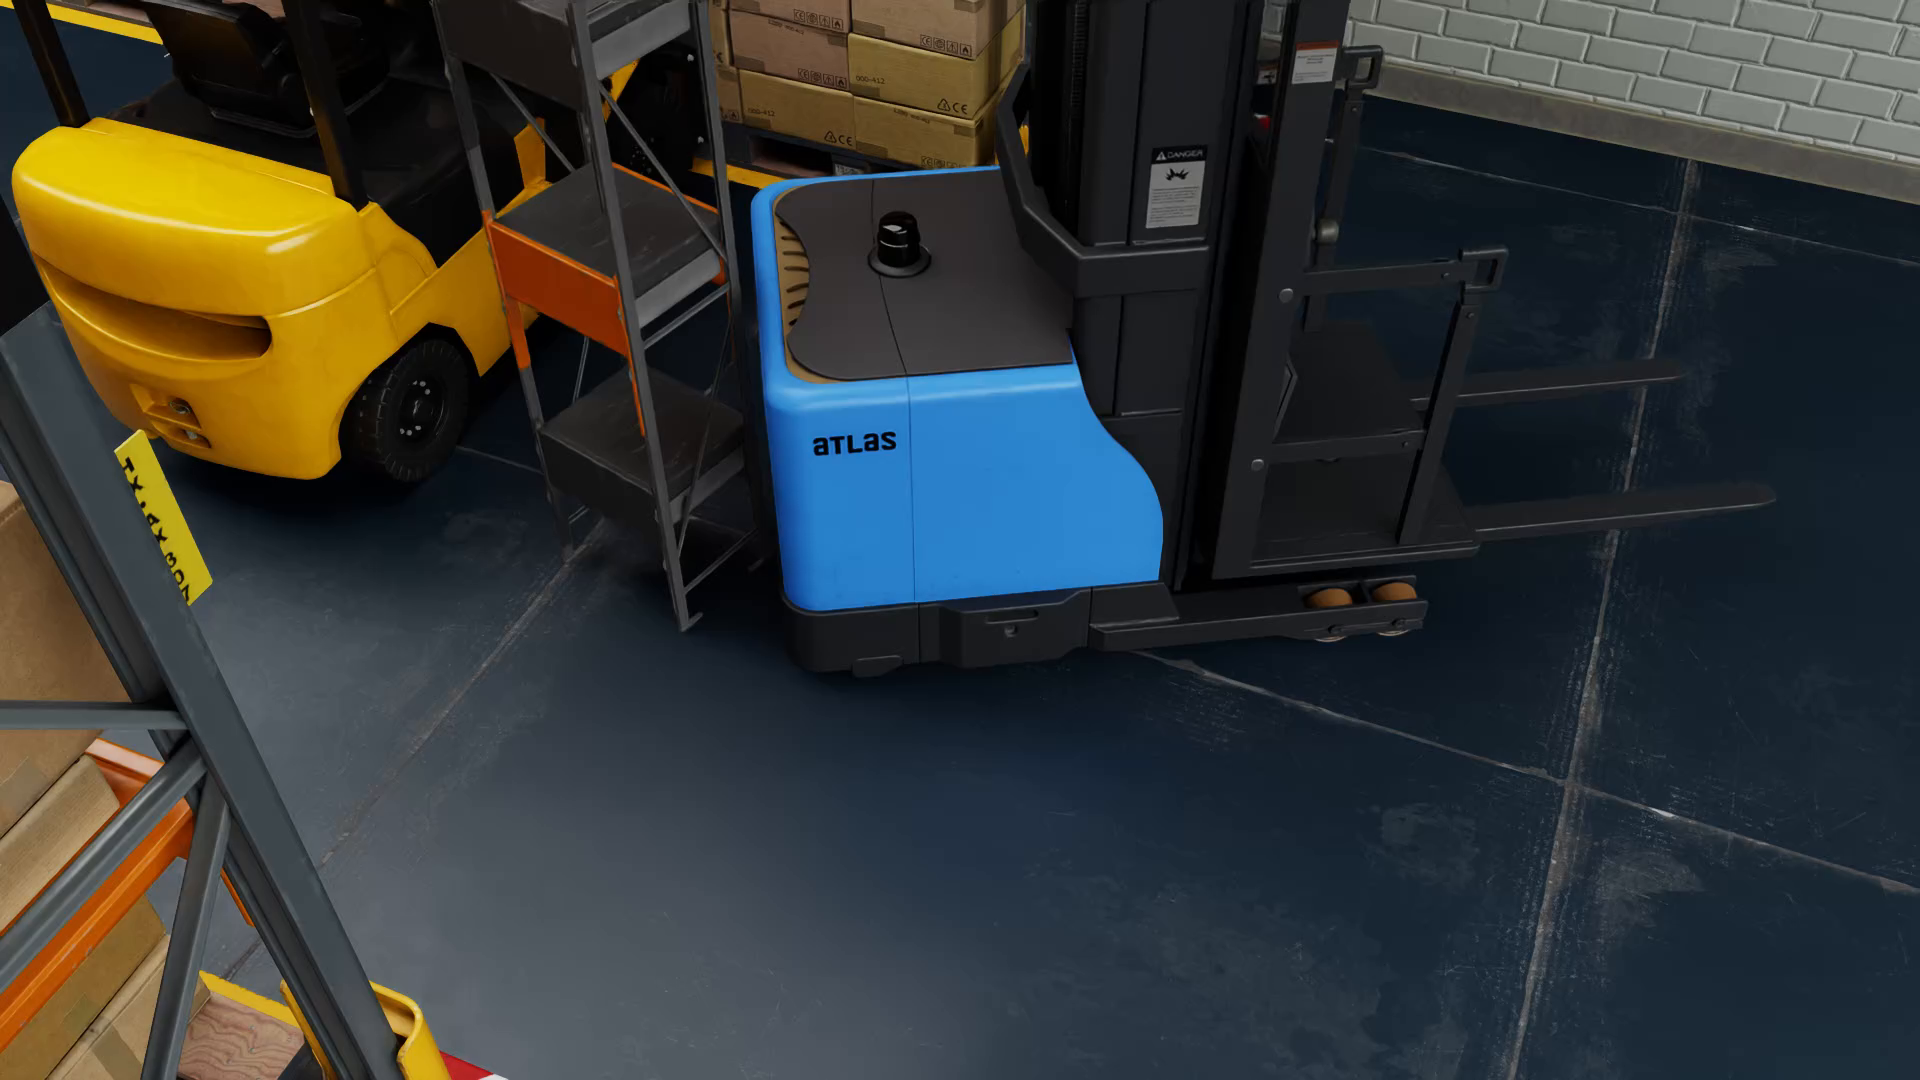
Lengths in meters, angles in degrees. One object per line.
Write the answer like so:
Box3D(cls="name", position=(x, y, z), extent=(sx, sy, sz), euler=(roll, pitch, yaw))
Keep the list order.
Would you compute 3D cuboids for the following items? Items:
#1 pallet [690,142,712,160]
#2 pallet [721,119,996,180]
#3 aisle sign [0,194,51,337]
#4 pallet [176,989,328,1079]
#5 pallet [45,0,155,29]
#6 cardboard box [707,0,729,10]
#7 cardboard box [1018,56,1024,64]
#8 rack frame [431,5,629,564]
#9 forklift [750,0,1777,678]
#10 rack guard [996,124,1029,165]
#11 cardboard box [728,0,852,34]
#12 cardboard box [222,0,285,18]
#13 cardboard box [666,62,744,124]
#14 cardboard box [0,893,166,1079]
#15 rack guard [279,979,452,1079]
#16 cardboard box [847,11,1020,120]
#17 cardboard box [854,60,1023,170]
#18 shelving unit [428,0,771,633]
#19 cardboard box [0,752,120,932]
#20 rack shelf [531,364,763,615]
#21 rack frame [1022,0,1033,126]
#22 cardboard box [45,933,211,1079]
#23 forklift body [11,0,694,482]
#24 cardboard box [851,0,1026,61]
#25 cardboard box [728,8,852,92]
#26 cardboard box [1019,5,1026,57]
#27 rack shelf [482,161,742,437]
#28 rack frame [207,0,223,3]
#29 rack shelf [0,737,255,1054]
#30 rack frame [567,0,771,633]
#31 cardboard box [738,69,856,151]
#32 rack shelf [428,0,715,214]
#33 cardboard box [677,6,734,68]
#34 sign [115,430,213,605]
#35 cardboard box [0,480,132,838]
Box3D(cls="pallet", position=(-1.367, -2.112, 7.223), extent=(1.213, 0.211, 1.003), euler=(16, 47, 16))
Box3D(cls="pallet", position=(-0.245, -1.780, 6.889), extent=(1.213, 0.211, 1.003), euler=(16, 47, 16))
Box3D(cls="aisle sign", position=(-1.254, -0.462, 1.745), extent=(0.004, 0.787, 0.394), euler=(16, 47, 16))
Box3D(cls="pallet", position=(-2.237, 1.369, 3.725), extent=(1.213, 0.211, 1.003), euler=(16, 47, 16))
Box3D(cls="pallet", position=(-3.909, -2.860, 7.975), extent=(1.213, 0.211, 1.003), euler=(16, 47, 16))
Box3D(cls="cardboard box", position=(-1.011, -2.304, 6.382), extent=(0.500, 0.250, 0.500), euler=(17, 47, 16))
Box3D(cls="cardboard box", position=(0.099, -2.023, 6.808), extent=(0.500, 0.250, 0.500), euler=(17, 47, 16))
Box3D(cls="rack frame", position=(-1.108, -0.786, 4.551), extent=(0.015, 2.100, 0.400), euler=(28, 51, 25))
Box3D(cls="forklift", position=(0.945, -1.103, 4.280), extent=(3.031, 2.935, 1.130), euler=(-5, 45, -5))
Box3D(cls="rack guard", position=(0.499, -1.695, 6.599), extent=(0.348, 0.500, 1.175), euler=(16, 47, 16))
Box3D(cls="cardboard box", position=(-0.541, -2.173, 6.250), extent=(0.500, 0.250, 0.500), euler=(17, 47, 17))
Box3D(cls="cardboard box", position=(-2.895, -2.501, 7.289), extent=(0.500, 0.250, 0.500), euler=(17, 47, 16))
Box3D(cls="cardboard box", position=(-0.992, -1.967, 6.752), extent=(0.500, 0.250, 0.500), euler=(17, 47, 16))
Box3D(cls="cardboard box", position=(-2.091, 0.799, 3.440), extent=(0.500, 0.500, 0.500), euler=(15, 47, 15))
Box3D(cls="rack guard", position=(-1.500, 1.510, 3.378), extent=(0.348, 0.500, 1.175), euler=(16, 47, 16))
Box3D(cls="cardboard box", position=(-0.092, -1.868, 6.298), extent=(0.500, 0.250, 0.500), euler=(16, 47, 15))
Box3D(cls="cardboard box", position=(-0.078, -1.684, 6.467), extent=(0.500, 0.250, 0.500), euler=(17, 47, 16))
Box3D(cls="shelving unit", position=(-0.912, -0.684, 4.448), extent=(0.503, 2.100, 0.431), euler=(28, 51, 25))
Box3D(cls="cardboard box", position=(-1.664, 0.506, 2.793), extent=(0.250, 0.149, 0.380), euler=(17, 47, 16))
Box3D(cls="rack shelf", position=(-0.912, -0.178, 4.952), extent=(0.480, 0.518, 0.431), euler=(28, 51, 25))
Box3D(cls="rack frame", position=(0.477, -2.588, 5.724), extent=(0.127, 3.000, 1.000), euler=(16, 47, 16))
Box3D(cls="cardboard box", position=(-2.068, 1.071, 3.699), extent=(0.500, 0.250, 0.500), euler=(16, 47, 16))
Box3D(cls="forklift body", position=(-1.975, -1.614, 5.348), extent=(1.214, 2.155, 2.313), euler=(16, 47, 16))
Box3D(cls="cardboard box", position=(-0.068, -2.038, 6.115), extent=(0.500, 0.250, 0.500), euler=(18, 48, 17))
Box3D(cls="cardboard box", position=(-0.551, -2.011, 6.442), extent=(0.500, 0.250, 0.500), euler=(16, 47, 15))
Box3D(cls="cardboard box", position=(0.123, -2.202, 6.634), extent=(0.500, 0.250, 0.500), euler=(17, 47, 17))
Box3D(cls="rack shelf", position=(-0.912, -0.674, 4.458), extent=(0.480, 0.518, 0.431), euler=(28, 51, 25))
Box3D(cls="rack frame", position=(-3.214, -3.674, 6.816), extent=(0.127, 3.000, 1.000), euler=(16, 47, 16))
Box3D(cls="rack shelf", position=(-3.276, 0.356, 3.275), extent=(4.000, 0.370, 1.077), euler=(16, 47, 16))
Box3D(cls="rack frame", position=(-0.715, -0.581, 4.346), extent=(0.015, 2.100, 0.400), euler=(28, 51, 25))
Box3D(cls="cardboard box", position=(-0.533, -1.825, 6.609), extent=(0.500, 0.250, 0.500), euler=(16, 47, 16))
Box3D(cls="rack shelf", position=(-0.912, -1.170, 3.964), extent=(0.480, 0.518, 0.431), euler=(28, 51, 25))
Box3D(cls="cardboard box", position=(-1.036, -2.138, 6.569), extent=(0.500, 0.250, 0.500), euler=(15, 47, 15))
Box3D(cls="sign", position=(-1.222, -0.016, 2.525), extent=(0.005, 0.325, 0.100), euler=(16, 47, 16))
Box3D(cls="cardboard box", position=(-1.761, 0.194, 2.646), extent=(0.500, 0.500, 0.500), euler=(16, 47, 15))
